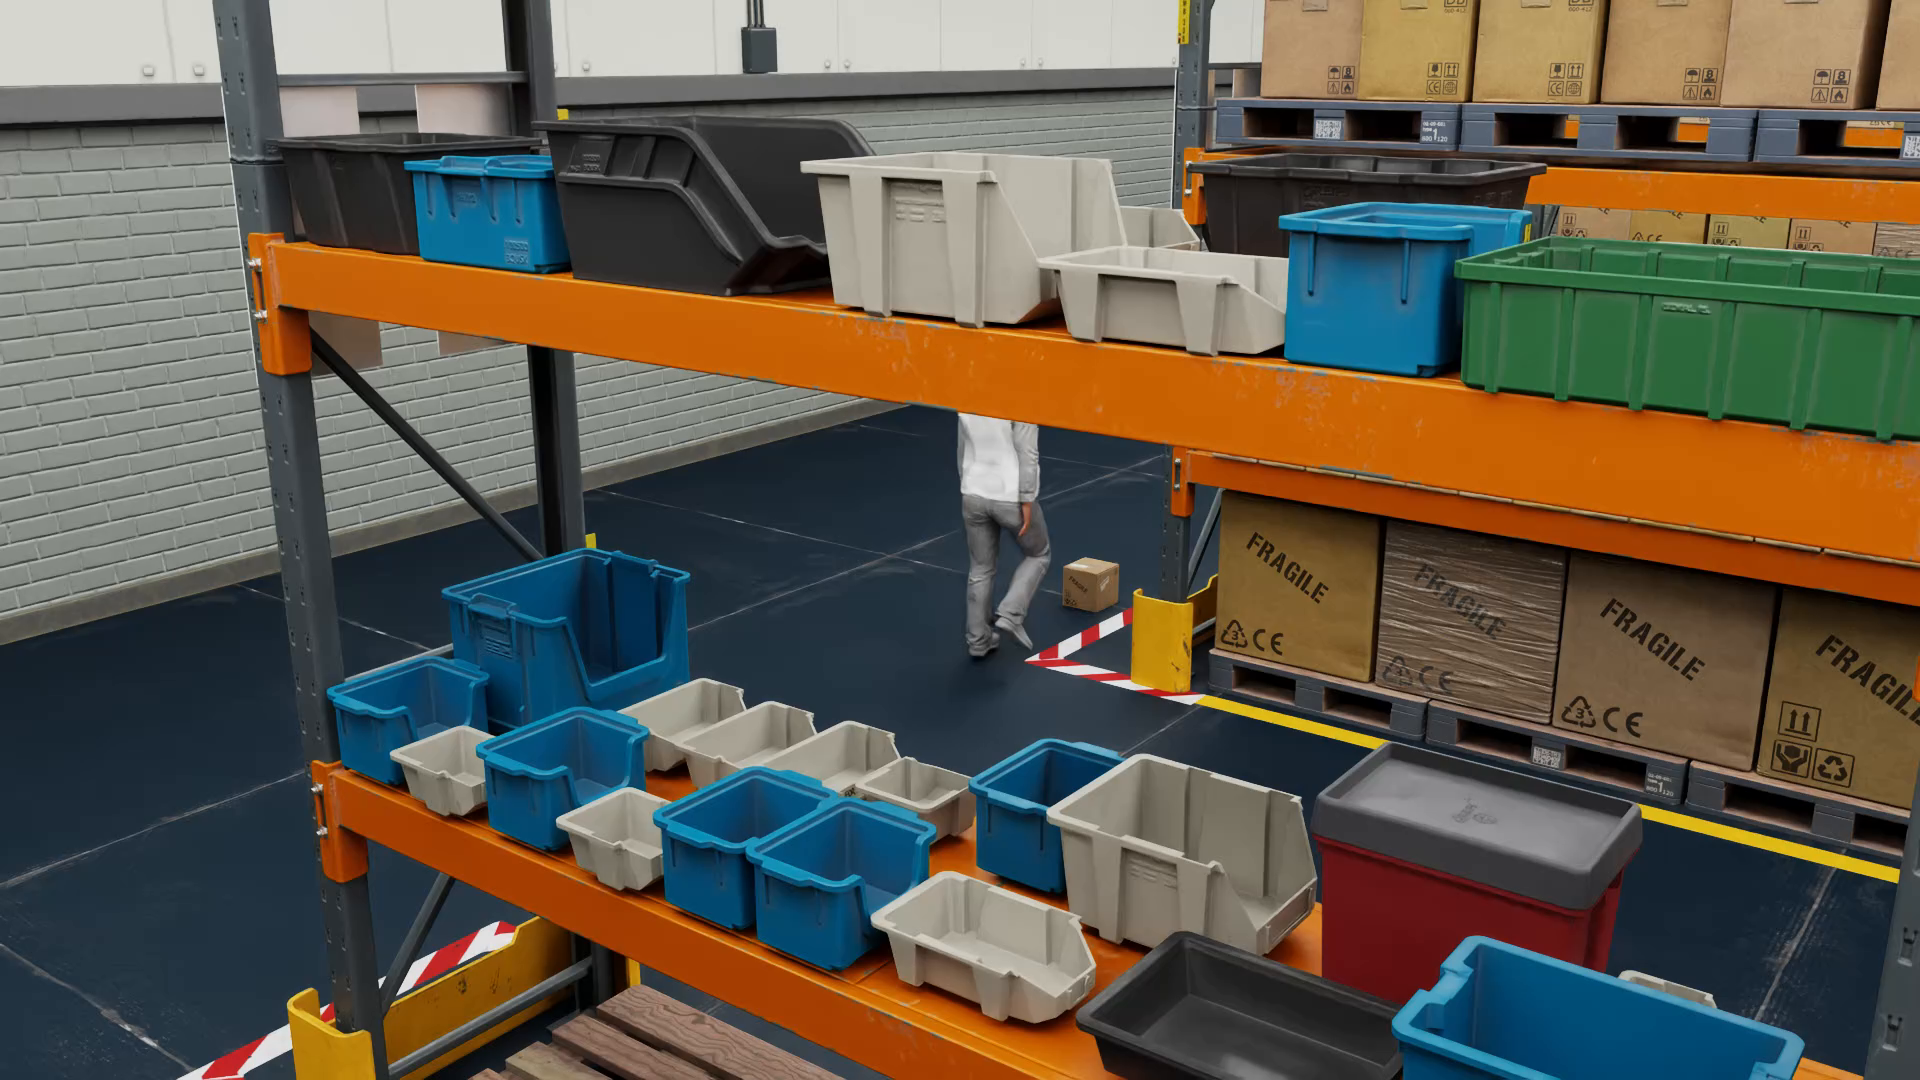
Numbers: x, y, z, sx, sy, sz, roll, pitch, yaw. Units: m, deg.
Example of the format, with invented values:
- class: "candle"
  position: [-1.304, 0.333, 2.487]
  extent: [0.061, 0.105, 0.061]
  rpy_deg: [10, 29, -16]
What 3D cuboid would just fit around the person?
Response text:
- class: "person"
  position: [0.219, -0.237, 9.230]
  extent: [0.550, 1.762, 0.493]
  rpy_deg: [9, 19, 28]
